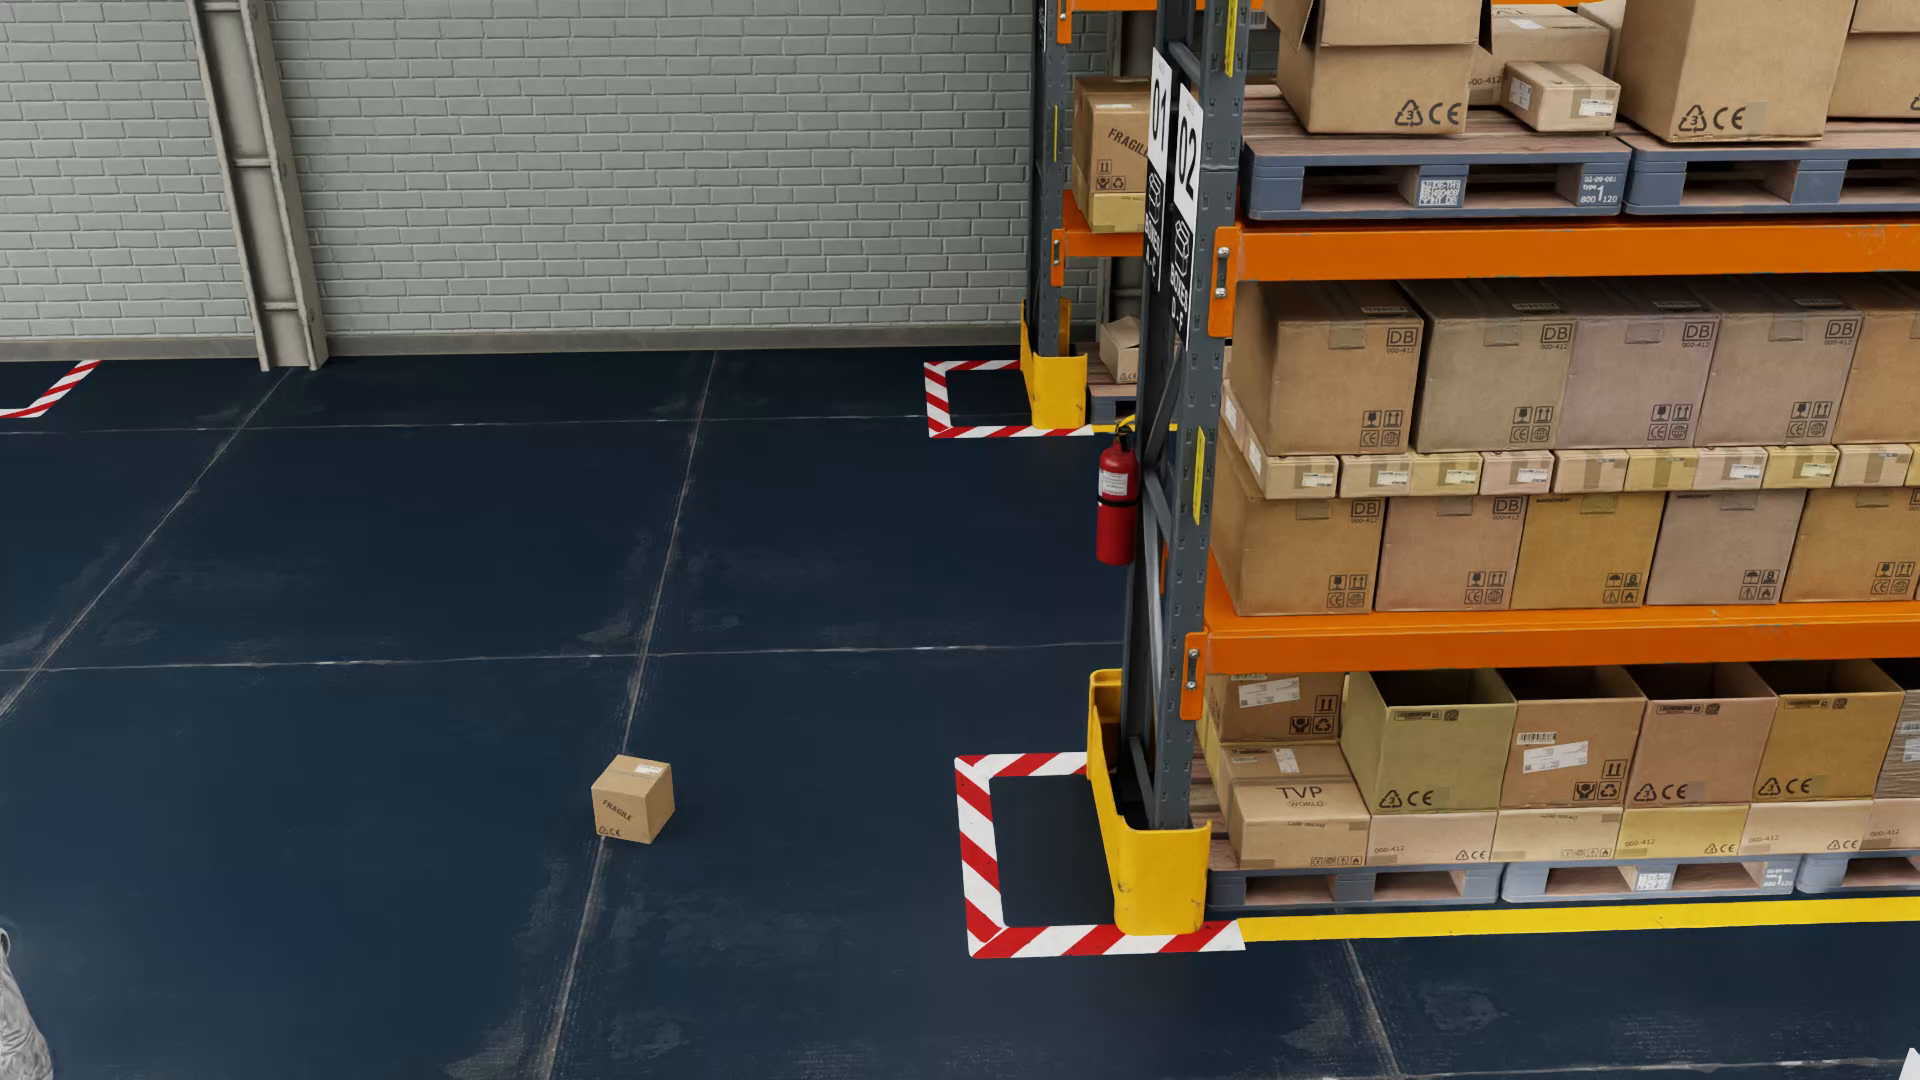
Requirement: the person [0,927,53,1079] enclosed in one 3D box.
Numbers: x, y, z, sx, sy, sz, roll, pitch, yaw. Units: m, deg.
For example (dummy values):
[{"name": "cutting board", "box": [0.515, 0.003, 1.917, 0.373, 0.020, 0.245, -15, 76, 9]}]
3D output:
[{"name": "person", "box": [-2.849, 1.554, 4.604, 0.548, 1.800, 0.769, 20, 33, 33]}]
